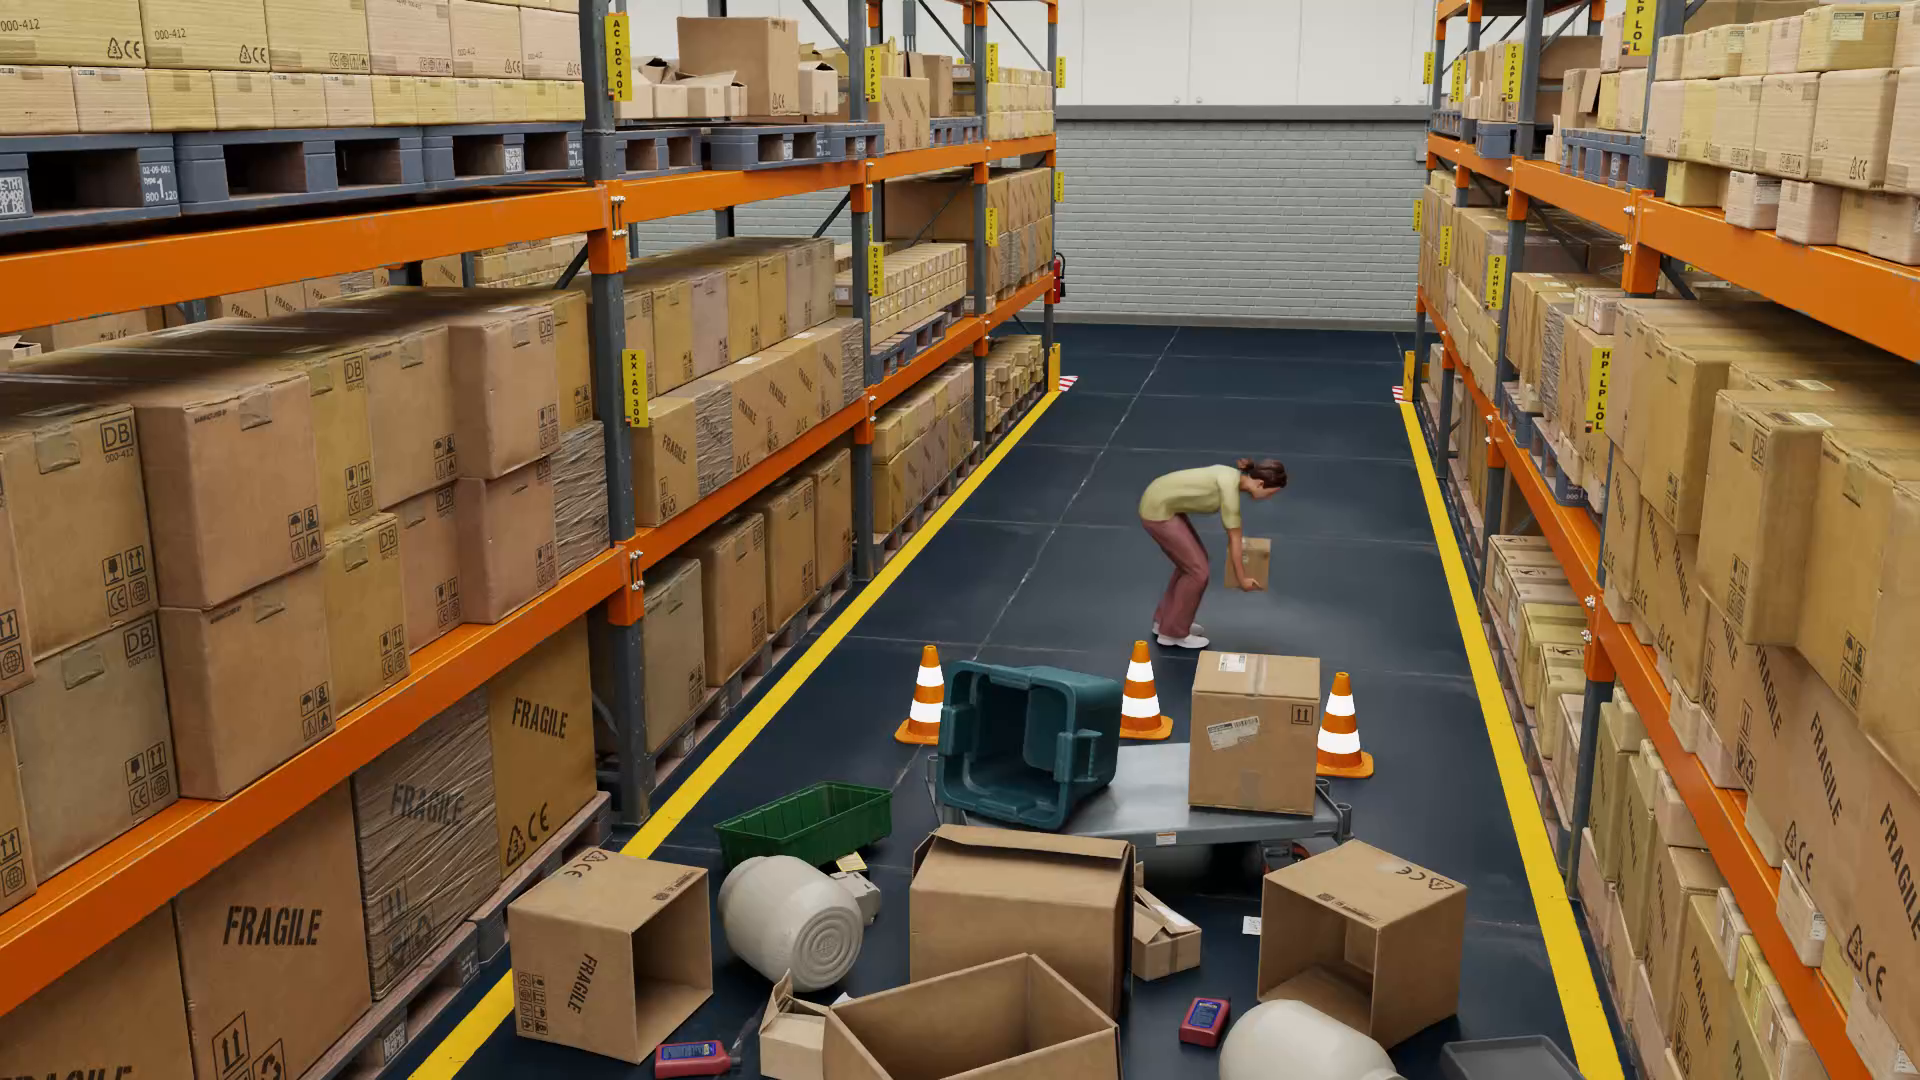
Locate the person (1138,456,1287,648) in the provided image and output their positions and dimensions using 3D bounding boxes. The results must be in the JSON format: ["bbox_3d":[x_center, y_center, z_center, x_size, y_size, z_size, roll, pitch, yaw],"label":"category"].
[{"bbox_3d":[1.480,0.059,9.841,0.853,1.143,0.440,2,15,9],"label":"person"}]
